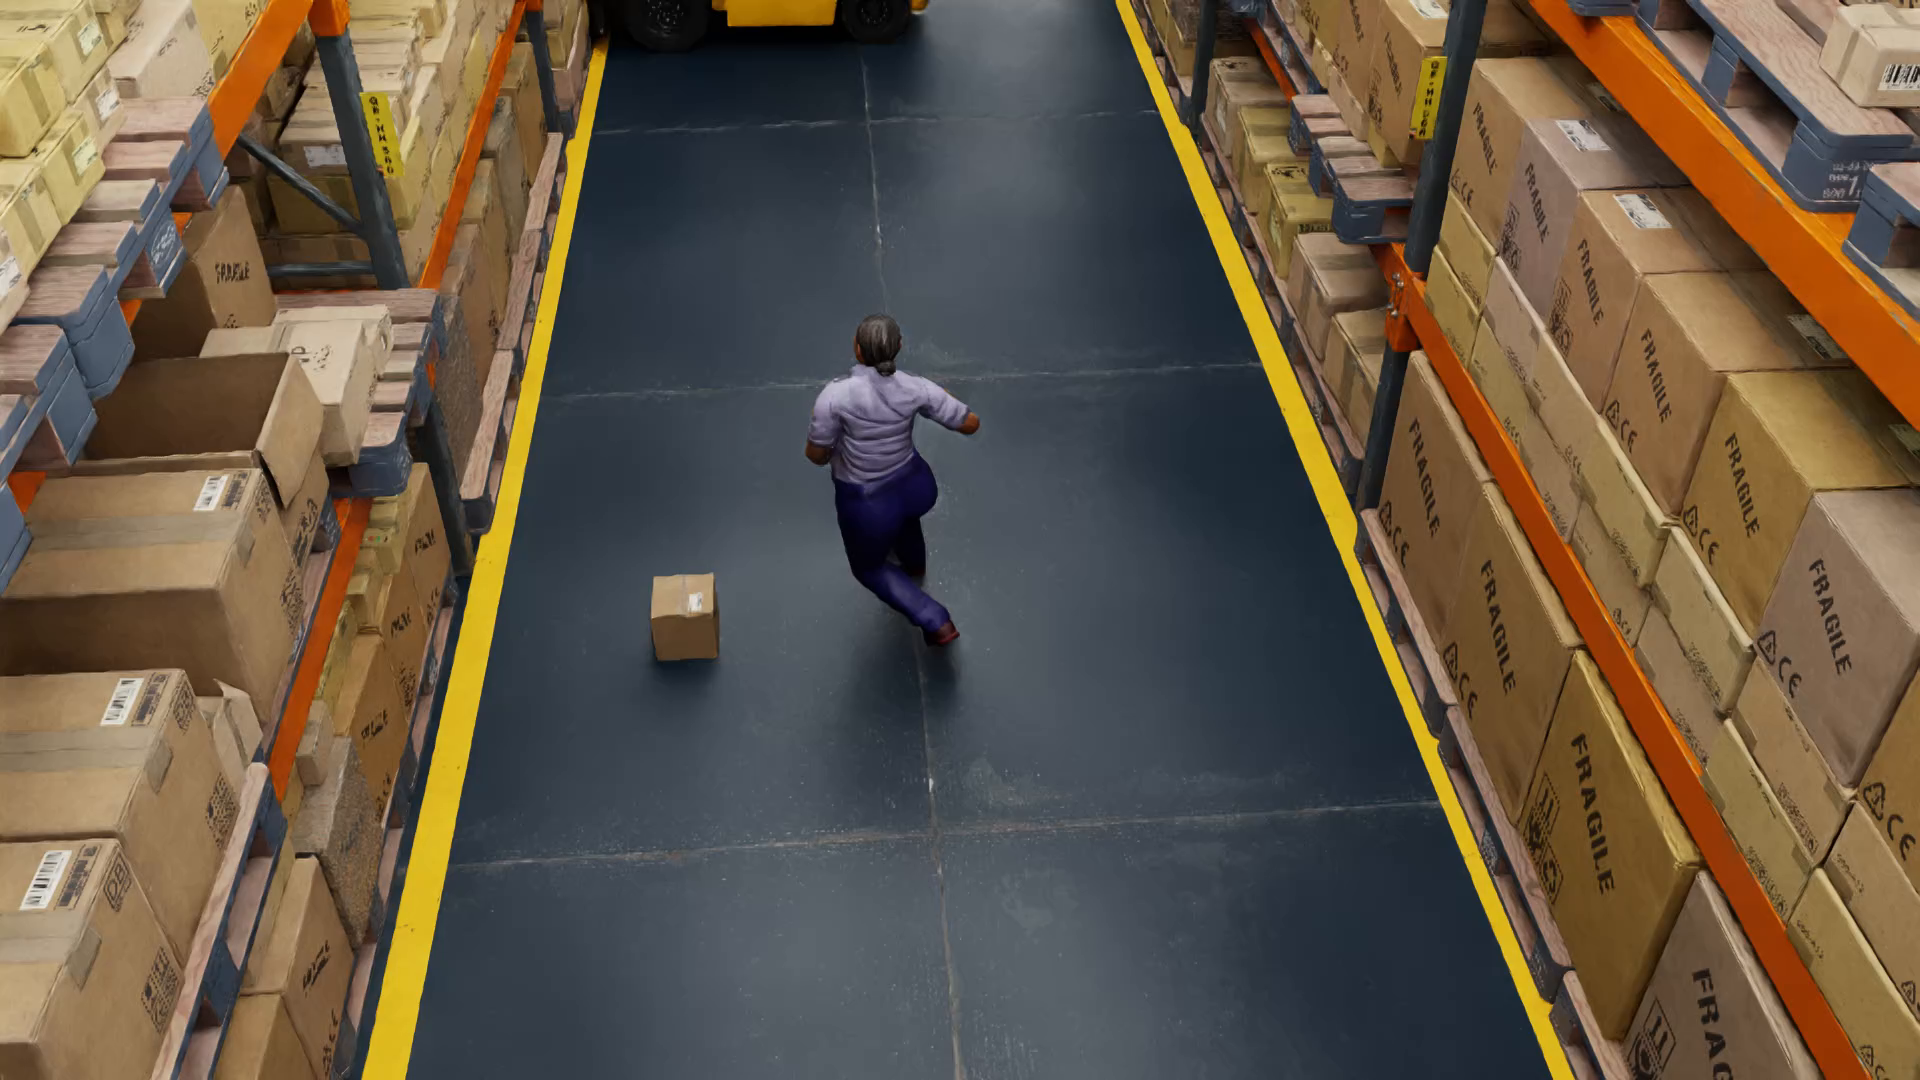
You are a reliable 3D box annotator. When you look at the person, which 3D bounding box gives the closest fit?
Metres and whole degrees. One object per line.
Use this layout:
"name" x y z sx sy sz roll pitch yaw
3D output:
"person" -0.275 -0.252 6.584 0.705 1.488 0.888 -25 45 -27
